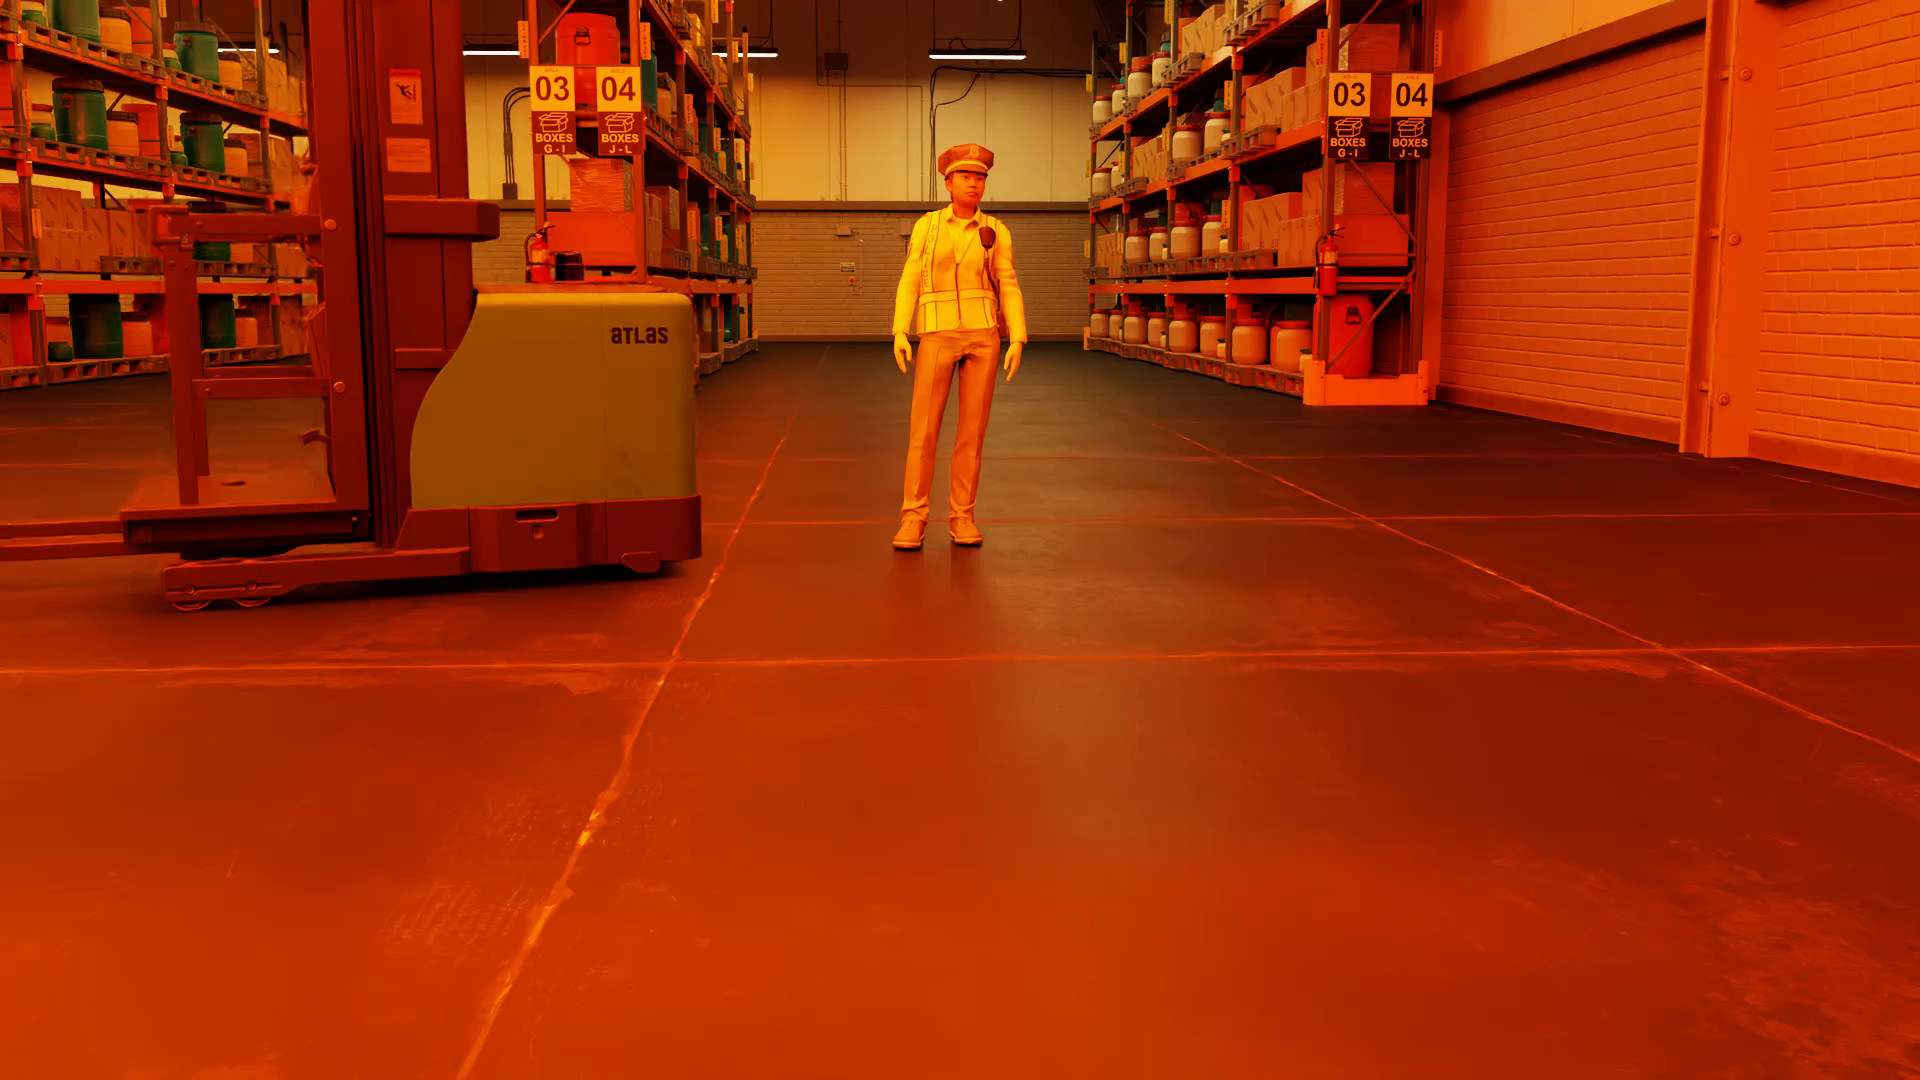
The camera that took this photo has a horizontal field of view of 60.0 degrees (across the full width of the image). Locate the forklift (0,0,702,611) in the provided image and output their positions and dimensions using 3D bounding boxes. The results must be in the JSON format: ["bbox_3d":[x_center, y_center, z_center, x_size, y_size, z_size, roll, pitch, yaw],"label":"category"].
[{"bbox_3d":[-2.563,-1.294,6.048,3.031,2.935,1.130,-3,9,-22],"label":"forklift"}]

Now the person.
[{"bbox_3d":[-0.002,-0.835,7.117,0.588,1.695,0.531,-1,8,-4],"label":"person"}]
